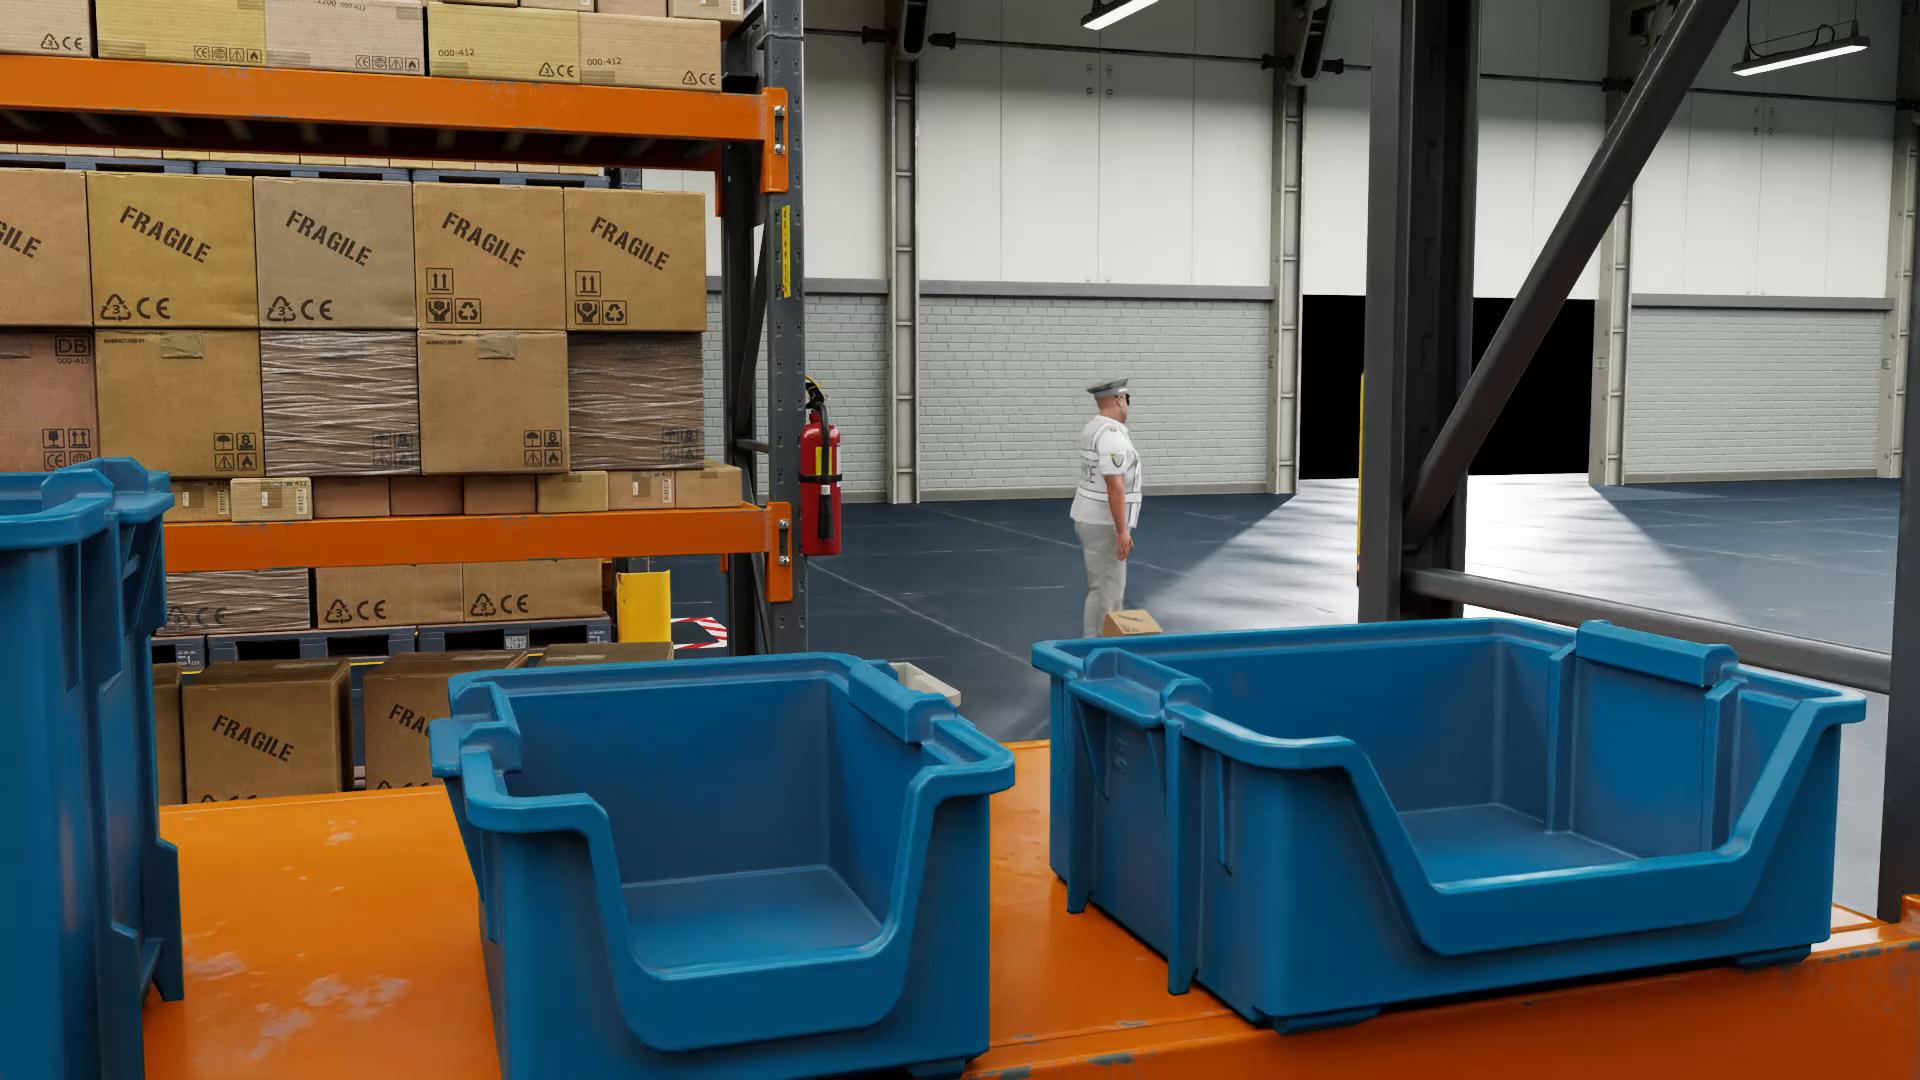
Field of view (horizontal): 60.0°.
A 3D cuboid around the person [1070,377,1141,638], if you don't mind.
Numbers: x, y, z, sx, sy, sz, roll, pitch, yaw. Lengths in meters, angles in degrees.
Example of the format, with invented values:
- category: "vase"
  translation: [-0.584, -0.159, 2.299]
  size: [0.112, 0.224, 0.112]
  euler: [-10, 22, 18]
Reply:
- category: "person"
  translation: [0.941, -0.075, 9.801]
  size: [0.551, 1.760, 0.575]
  euler: [-1, 6, -8]
